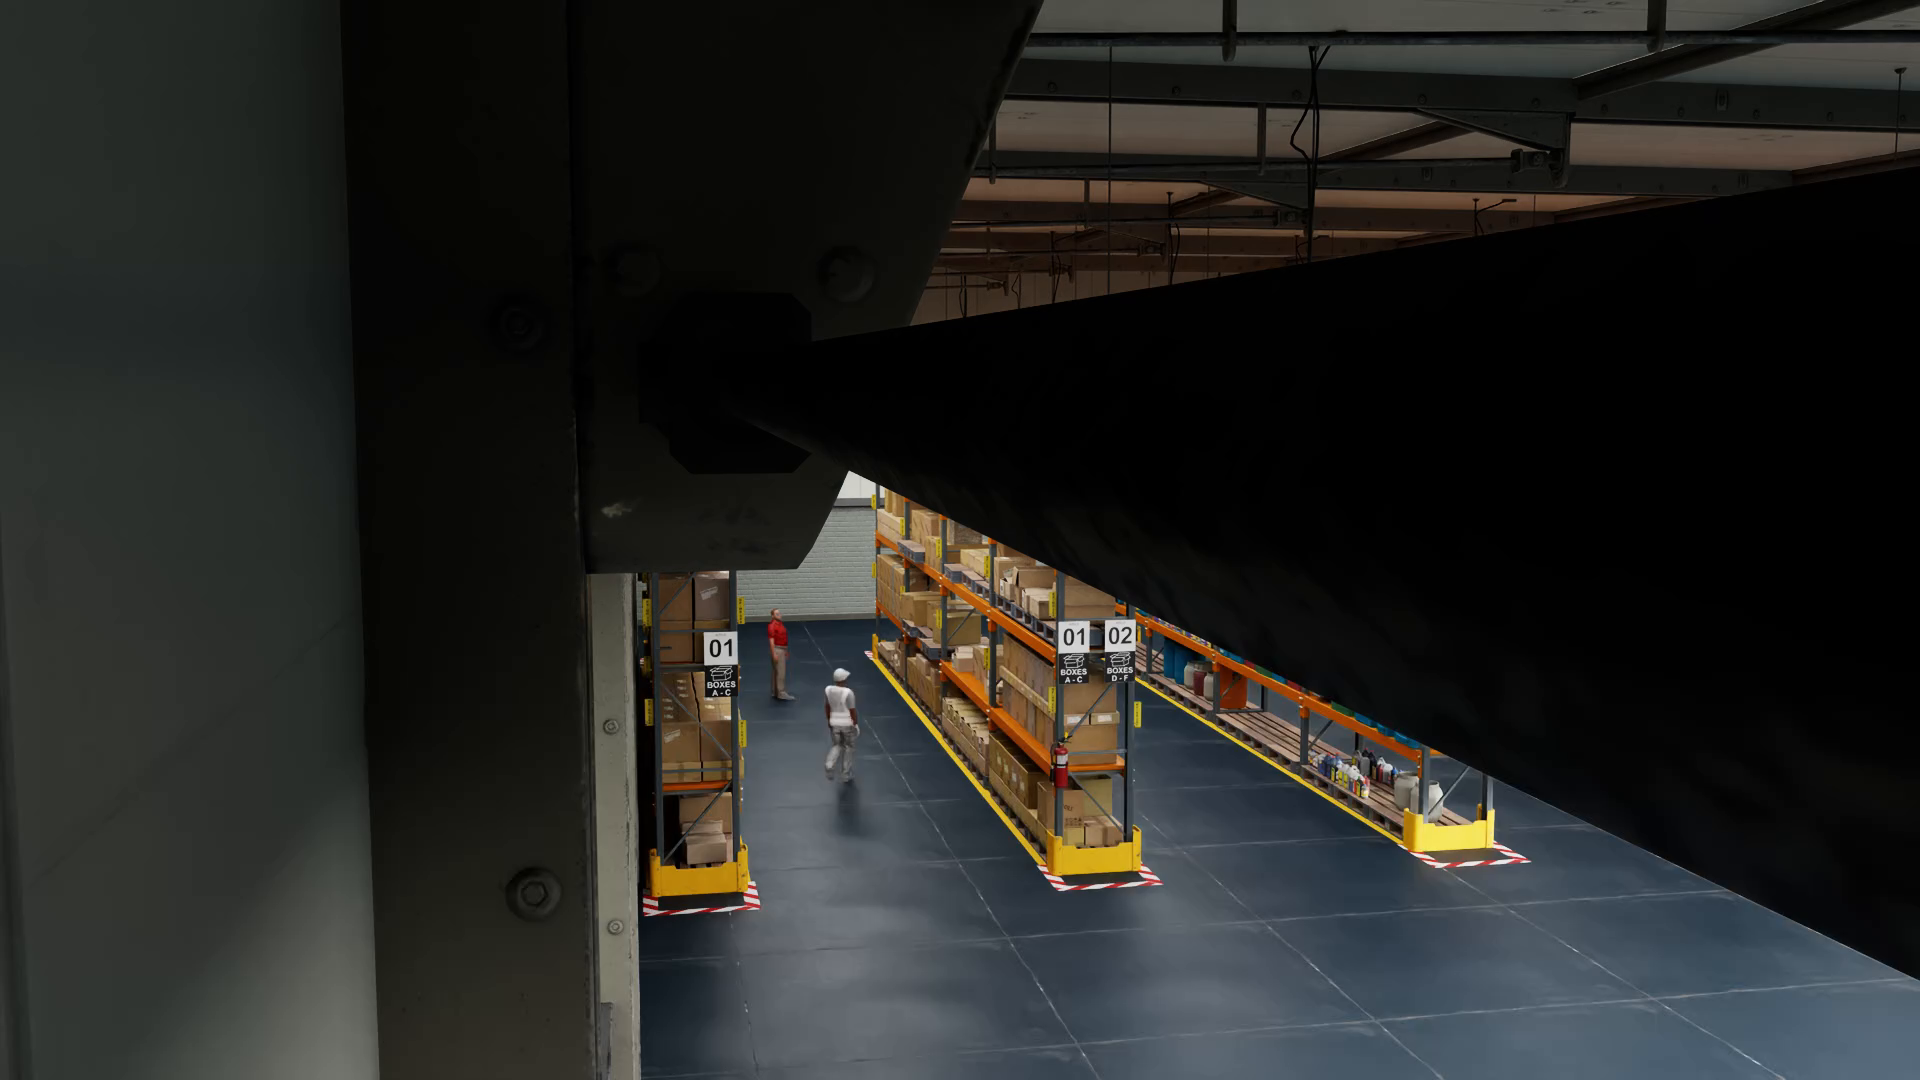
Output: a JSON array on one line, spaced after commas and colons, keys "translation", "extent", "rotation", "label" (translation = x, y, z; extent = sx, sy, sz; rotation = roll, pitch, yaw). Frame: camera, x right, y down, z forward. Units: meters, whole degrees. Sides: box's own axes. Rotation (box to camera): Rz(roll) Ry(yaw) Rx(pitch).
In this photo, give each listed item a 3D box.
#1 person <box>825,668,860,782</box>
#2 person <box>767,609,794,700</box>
[{"translation": [-1.817, 2.829, 25.410], "extent": [0.569, 1.771, 0.610], "rotation": [3, 6, 24], "label": "person"}, {"translation": [-3.448, 2.191, 32.101], "extent": [0.506, 1.725, 0.586], "rotation": [0, 6, -1], "label": "person"}]
